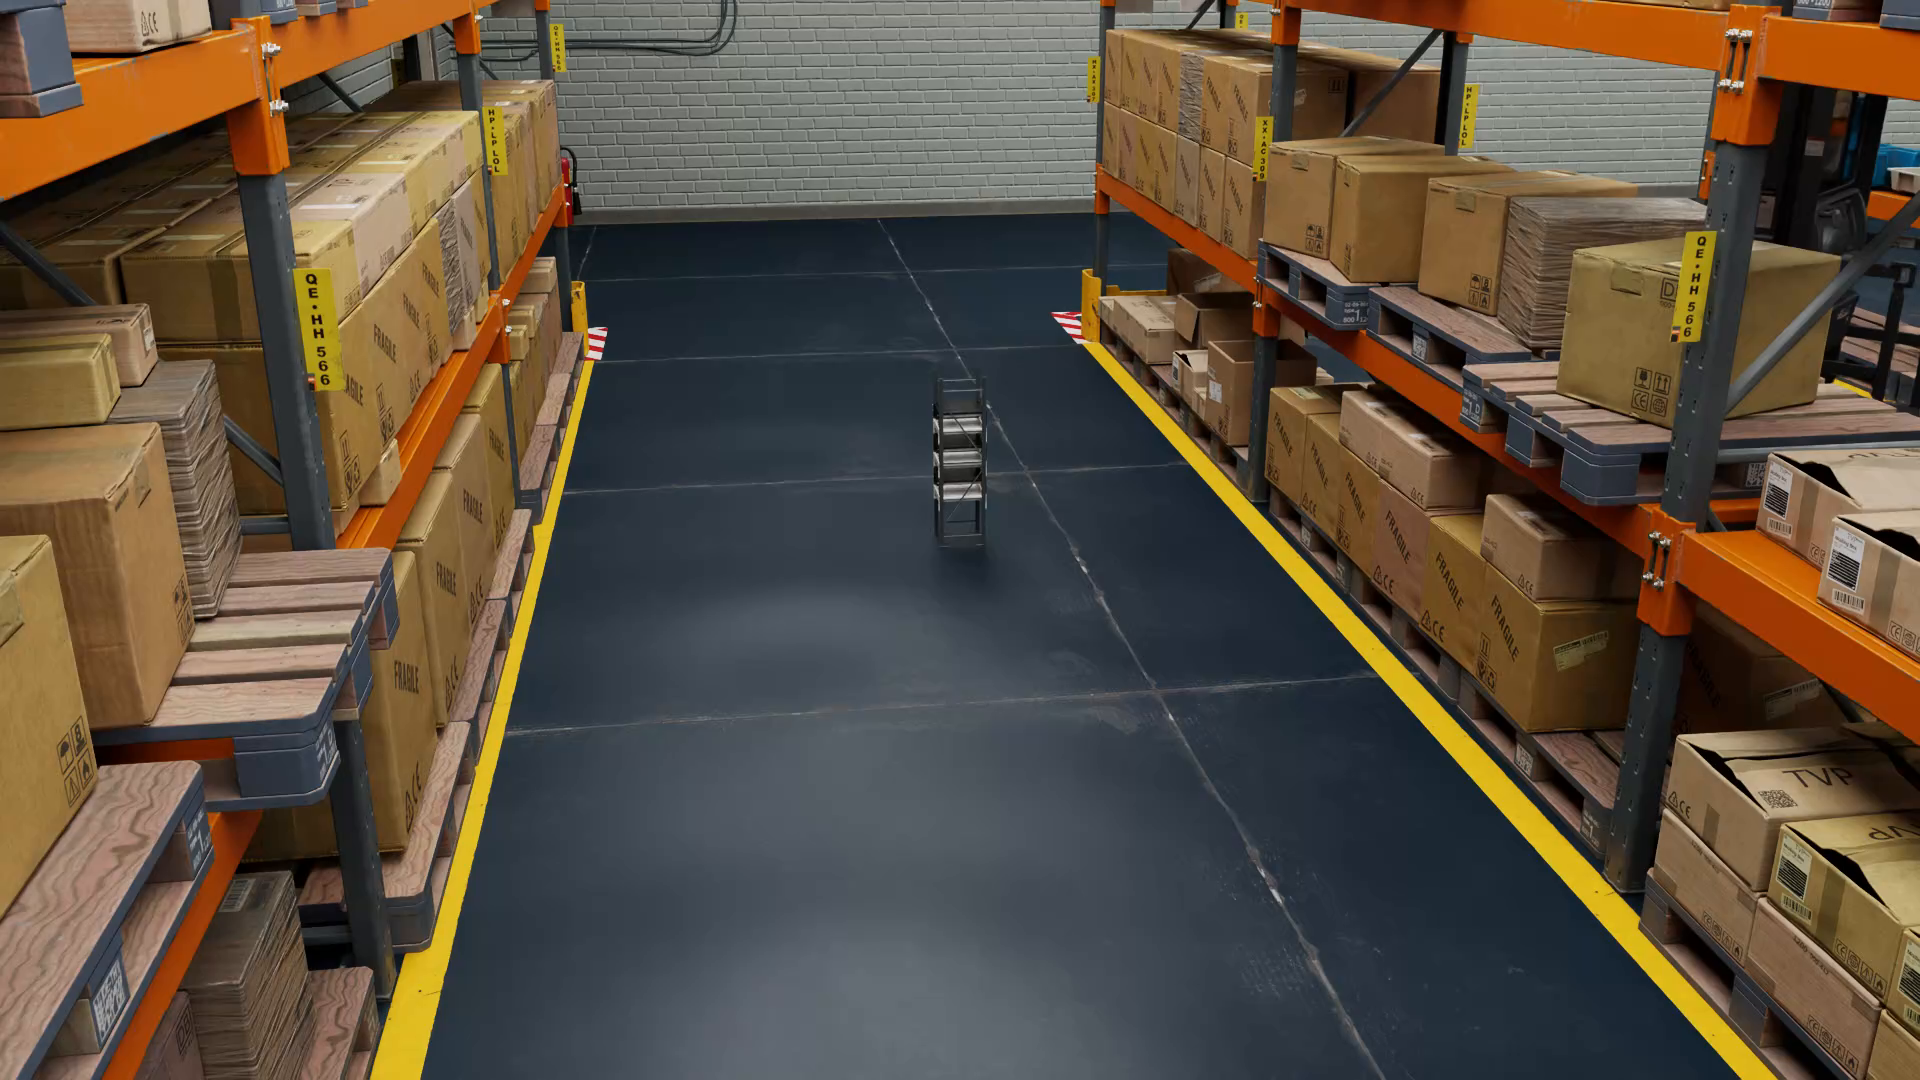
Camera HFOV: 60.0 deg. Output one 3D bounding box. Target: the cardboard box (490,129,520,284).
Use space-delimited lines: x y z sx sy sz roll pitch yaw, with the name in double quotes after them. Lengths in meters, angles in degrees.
-2.855 -1.728 8.626 0.980 0.700 0.700 -3 21 -7 "cardboard box"

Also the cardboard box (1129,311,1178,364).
1.473 -1.404 11.489 0.500 0.250 0.500 -3 21 -8 "cardboard box"

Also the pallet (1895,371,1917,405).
6.866 -0.845 10.676 1.003 0.211 1.213 -3 21 -8 "pallet"

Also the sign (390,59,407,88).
-3.920 -3.200 11.647 0.100 0.325 0.005 -3 21 -8 "sign"

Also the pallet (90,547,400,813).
-2.009 0.318 3.853 1.213 0.211 1.003 -3 21 -8 "pallet"

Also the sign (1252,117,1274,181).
1.572 -2.025 8.614 0.100 0.325 0.005 -3 21 -8 "sign"

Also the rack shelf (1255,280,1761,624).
2.396 -0.620 7.118 1.077 0.370 4.000 -3 21 -8 "rack shelf"

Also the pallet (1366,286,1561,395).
2.400 -0.848 6.974 1.003 0.211 1.213 -3 21 -8 "pallet"

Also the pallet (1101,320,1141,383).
1.658 -1.426 12.232 1.003 0.211 1.213 -3 21 -8 "pallet"

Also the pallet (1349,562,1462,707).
2.442 0.360 7.451 1.003 0.211 1.213 -3 21 -8 "pallet"

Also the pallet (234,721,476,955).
-2.256 1.016 5.694 1.003 0.211 1.213 -3 21 -8 "pallet"

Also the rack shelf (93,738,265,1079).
-1.928 1.016 2.737 1.077 0.370 4.000 -3 21 -8 "rack shelf"

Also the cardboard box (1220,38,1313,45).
2.021 -3.055 11.038 0.500 0.500 0.500 -2 21 -6 "cardboard box"

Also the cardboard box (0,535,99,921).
-1.937 0.326 2.785 0.700 0.500 0.500 -3 21 -8 "cardboard box"

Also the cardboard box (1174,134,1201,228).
1.630 -2.213 10.211 0.500 0.500 0.500 -2 21 -7 "cardboard box"

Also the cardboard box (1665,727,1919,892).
2.470 0.760 4.922 0.500 0.311 0.500 -2 21 -6 "cardboard box"

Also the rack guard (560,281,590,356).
-3.373 -1.621 12.341 1.175 0.500 0.348 -3 21 -8 "rack guard"

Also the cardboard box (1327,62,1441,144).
2.319 -2.342 9.128 0.500 0.500 0.500 -2 21 -6 "cardboard box"

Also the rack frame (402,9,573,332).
-3.370 -2.783 11.881 1.000 3.000 0.127 -3 21 -8 "rack frame"

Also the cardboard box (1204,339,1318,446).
1.745 -0.868 9.696 0.500 0.500 0.500 -3 21 -8 "cardboard box"

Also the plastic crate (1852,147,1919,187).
6.377 -2.571 11.466 0.416 0.233 0.300 -3 21 -8 "plastic crate"

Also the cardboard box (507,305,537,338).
-2.744 -1.301 9.957 0.380 0.149 0.250 -4 21 -9 "cardboard box"

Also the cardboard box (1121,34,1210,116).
1.417 -3.202 11.431 0.500 0.500 0.500 -3 21 -7 "cardboard box"

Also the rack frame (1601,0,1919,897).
2.685 -0.265 5.138 1.000 3.000 0.127 -3 21 -8 "rack frame"

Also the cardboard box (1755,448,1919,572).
2.694 -0.095 4.810 0.500 0.311 0.500 -2 21 -4 "cardboard box"

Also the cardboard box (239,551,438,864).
-2.193 0.536 5.467 0.750 0.750 0.750 -3 21 -8 "cardboard box"

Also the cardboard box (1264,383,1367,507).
1.937 -0.505 8.725 0.500 0.500 0.500 -4 21 -10 "cardboard box"

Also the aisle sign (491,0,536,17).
-3.083 -4.041 11.534 0.394 0.787 0.004 -3 21 -8 "aisle sign"

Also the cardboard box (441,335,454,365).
-2.346 -0.833 6.989 0.380 0.149 0.250 -3 21 -8 "cardboard box"

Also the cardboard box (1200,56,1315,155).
1.702 -2.504 9.562 0.500 0.500 0.500 -3 21 -9 "cardboard box"

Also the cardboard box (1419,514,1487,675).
2.243 0.209 6.813 0.500 0.500 0.500 -4 21 -10 "cardboard box"

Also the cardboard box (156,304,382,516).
-2.033 -0.390 4.877 0.500 0.500 0.500 -2 21 -6 "cardboard box"

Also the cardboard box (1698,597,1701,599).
2.821 0.347 6.443 0.500 0.500 0.500 -4 21 -10 "cardboard box"

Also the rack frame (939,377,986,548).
0.013 -0.389 8.472 0.240 0.900 0.006 -3 21 -8 "rack frame"

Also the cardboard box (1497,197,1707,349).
2.540 -1.047 6.489 0.700 0.500 0.500 1 20 2 "cardboard box"

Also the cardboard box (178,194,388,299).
-2.105 -0.917 5.215 0.500 0.250 0.500 -3 21 -9 "cardboard box"

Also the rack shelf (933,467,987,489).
-0.001 -0.309 8.609 0.258 0.077 0.200 -3 21 -8 "rack shelf"

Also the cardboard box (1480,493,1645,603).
2.305 0.018 6.254 0.500 0.250 0.500 -2 21 -6 "cardboard box"

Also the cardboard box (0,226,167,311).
-2.539 -0.704 4.647 0.500 0.250 0.500 -2 21 -6 "cardboard box"

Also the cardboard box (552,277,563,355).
-3.170 -1.572 11.610 0.700 0.500 0.500 -3 21 -8 "cardboard box"

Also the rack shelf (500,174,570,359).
-3.082 -1.754 10.153 1.077 0.370 4.000 -3 21 -8 "rack shelf"

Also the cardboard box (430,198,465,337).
-2.330 -1.096 6.768 0.500 0.500 0.500 -3 21 -8 "cardboard box"

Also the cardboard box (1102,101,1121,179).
1.335 -2.914 12.089 0.500 0.500 0.500 -2 21 -7 "cardboard box"

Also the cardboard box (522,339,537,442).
-2.869 -0.862 9.711 0.700 0.500 0.500 -3 21 -8 "cardboard box"

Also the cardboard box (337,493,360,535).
-2.063 -0.119 5.077 0.380 0.149 0.250 -3 21 -7 "cardboard box"

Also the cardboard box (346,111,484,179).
-2.473 -1.797 7.571 0.500 0.250 0.500 -2 21 -6 "cardboard box"

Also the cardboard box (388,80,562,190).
-3.286 -2.748 11.358 0.980 0.700 0.700 -2 21 -5 "cardboard box"

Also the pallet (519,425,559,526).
-2.825 -0.359 9.377 1.003 0.211 1.213 -3 21 -8 "pallet"

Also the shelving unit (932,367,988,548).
-0.001 -0.424 8.566 0.258 0.900 0.210 -3 21 -8 "shelving unit"

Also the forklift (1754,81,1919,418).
5.089 -1.747 9.205 3.031 2.935 1.130 17 27 38 "forklift"

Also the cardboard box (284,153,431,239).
-2.261 -1.266 6.150 0.500 0.250 0.500 -3 21 -9 "cardboard box"
